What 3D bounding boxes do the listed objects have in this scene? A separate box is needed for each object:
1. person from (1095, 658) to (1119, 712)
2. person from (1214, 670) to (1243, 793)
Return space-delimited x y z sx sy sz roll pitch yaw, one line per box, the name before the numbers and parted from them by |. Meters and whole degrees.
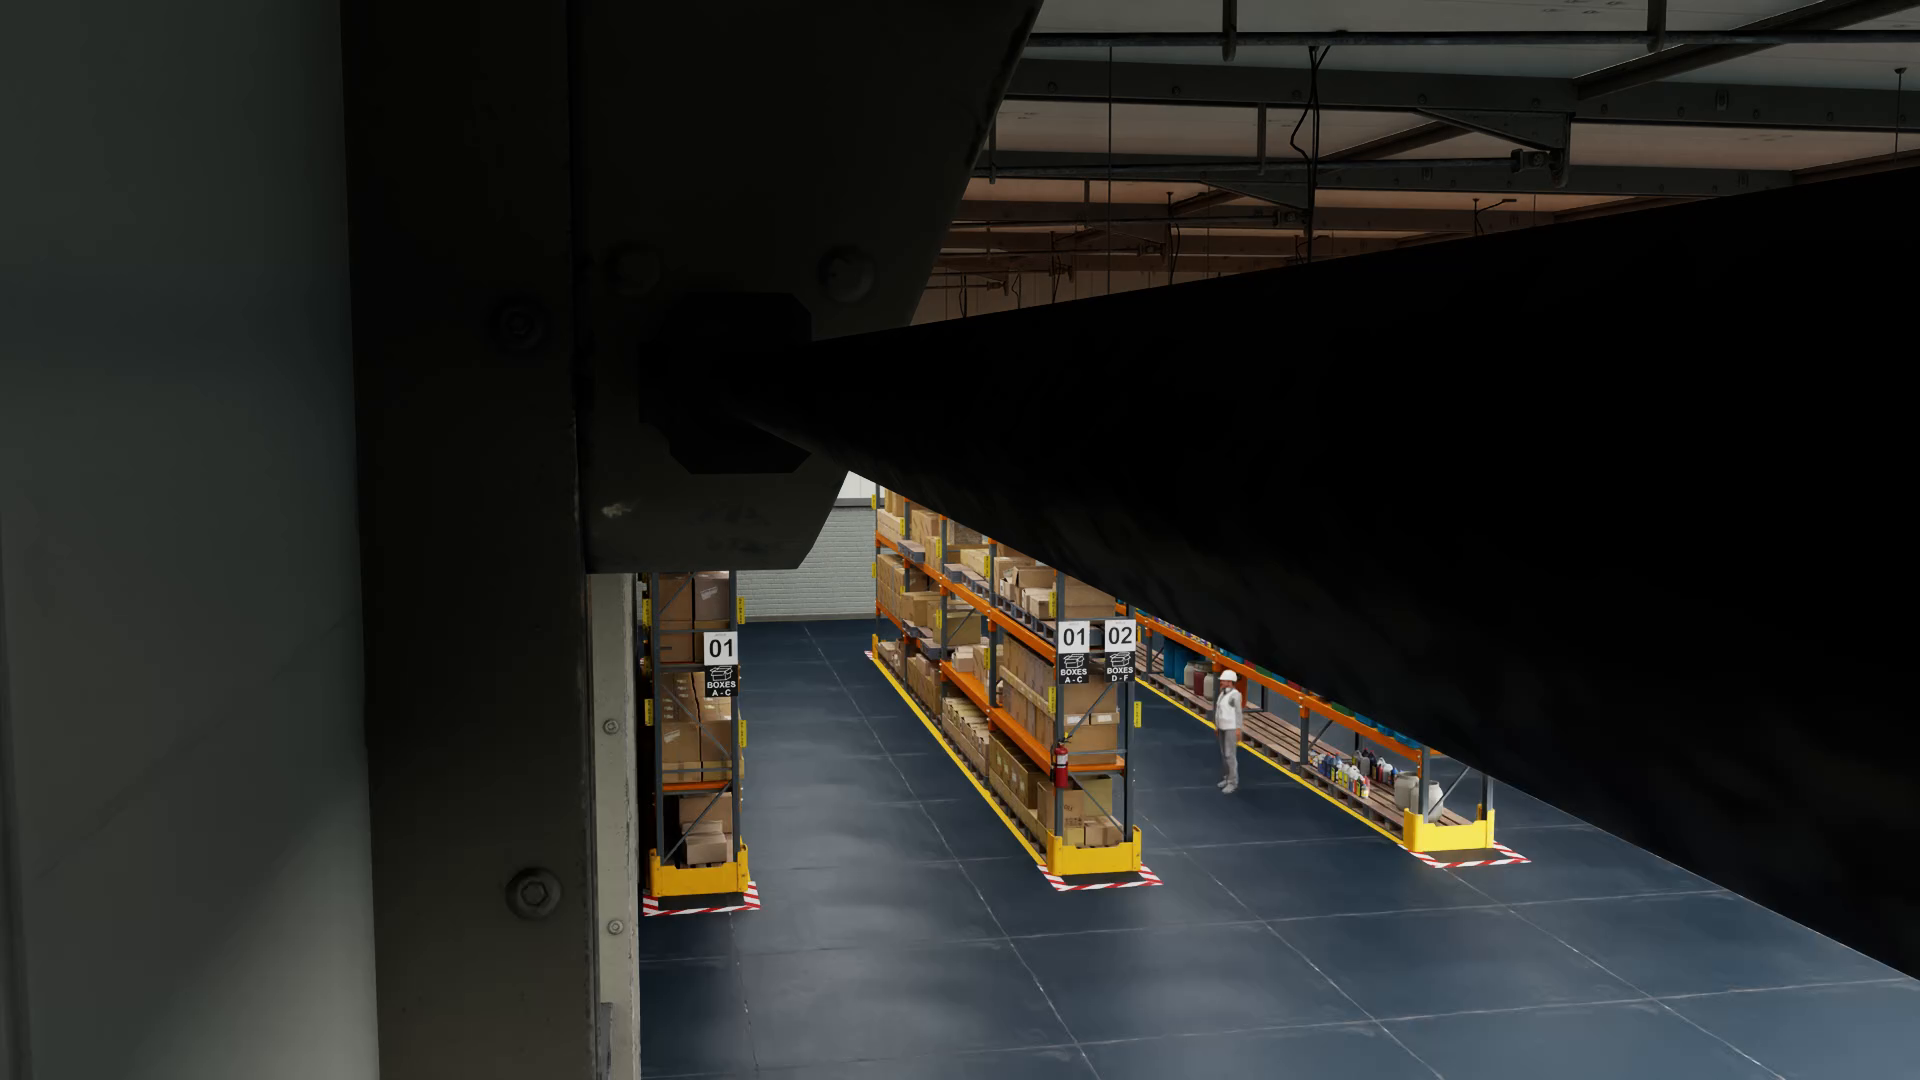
person | 2.752 2.347 30.974 0.582 1.608 0.974 -1 6 -8
person | 4.052 2.875 25.154 0.412 1.803 0.652 -2 6 -15
